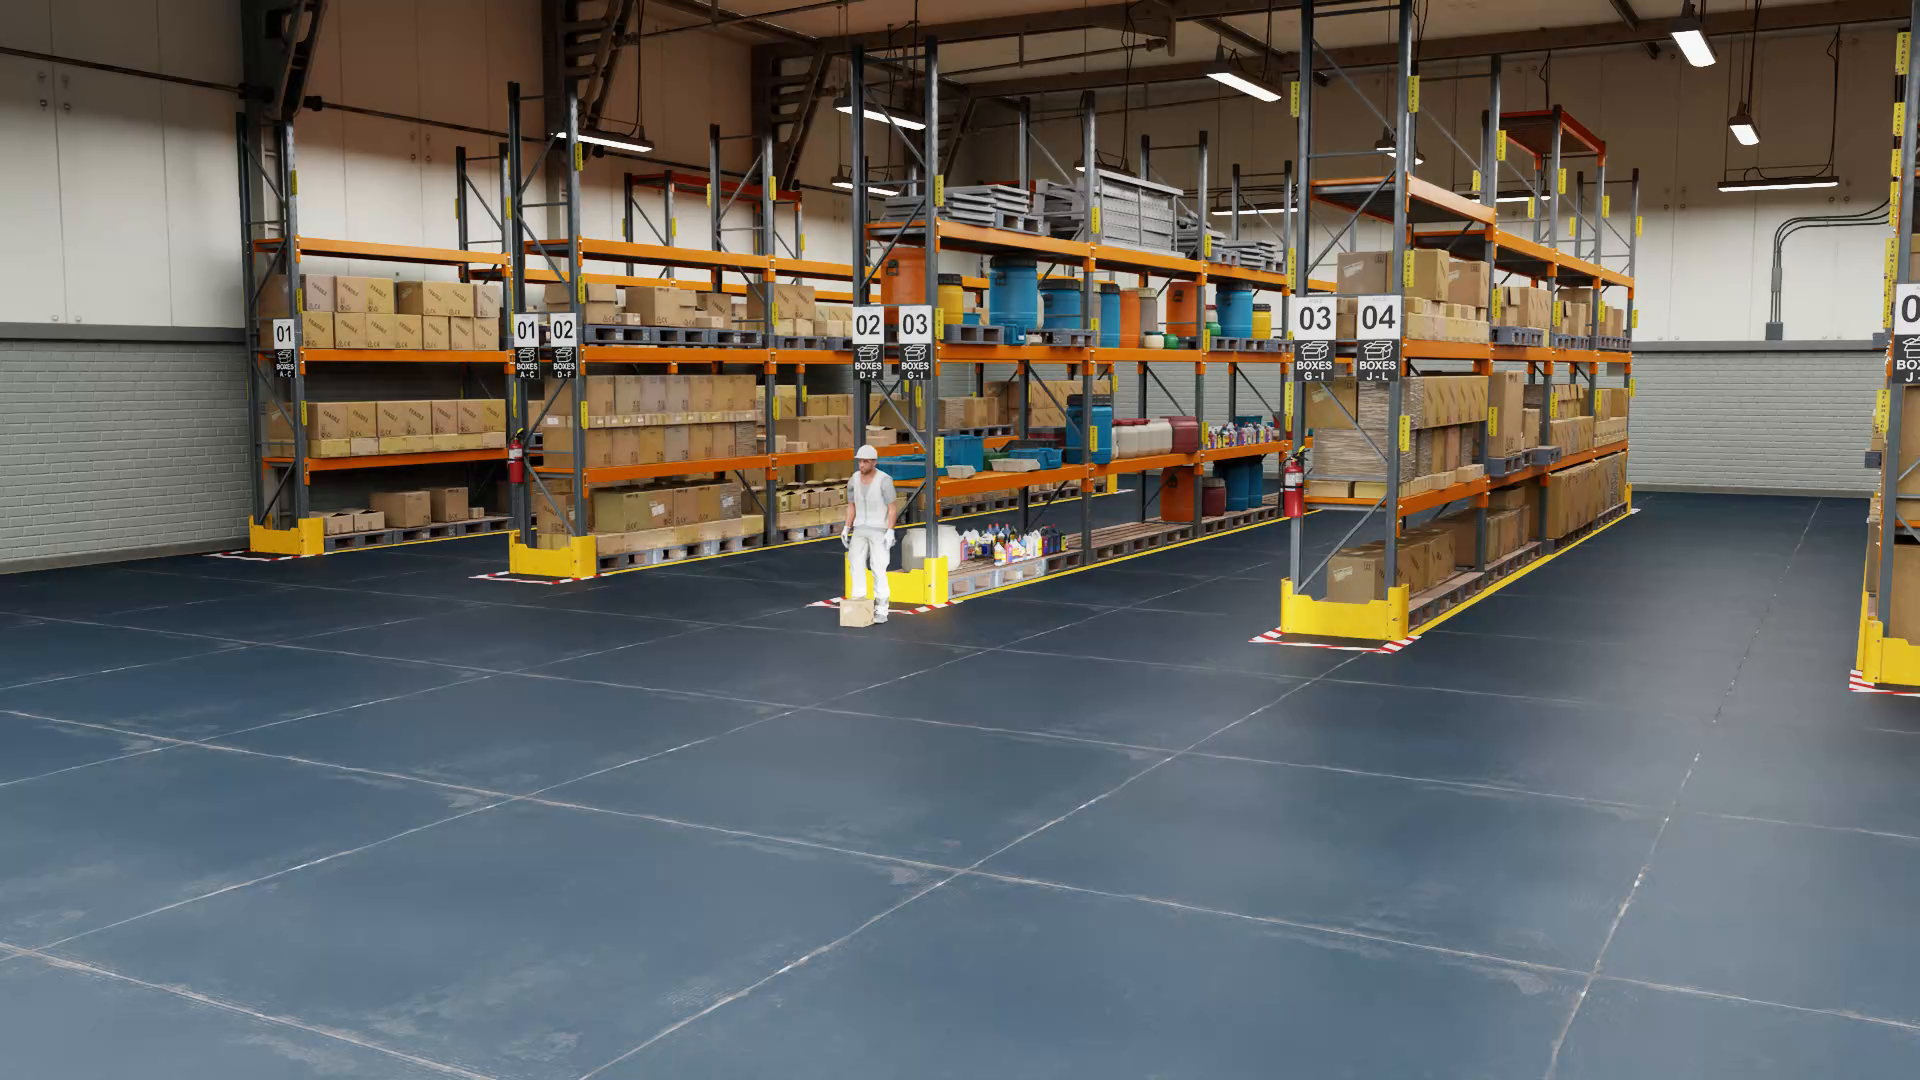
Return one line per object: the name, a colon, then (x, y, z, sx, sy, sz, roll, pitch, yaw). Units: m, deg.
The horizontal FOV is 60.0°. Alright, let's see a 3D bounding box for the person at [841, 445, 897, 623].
person: (-0.910, -0.064, 16.623, 0.609, 1.779, 0.448, 3, 7, 29)
